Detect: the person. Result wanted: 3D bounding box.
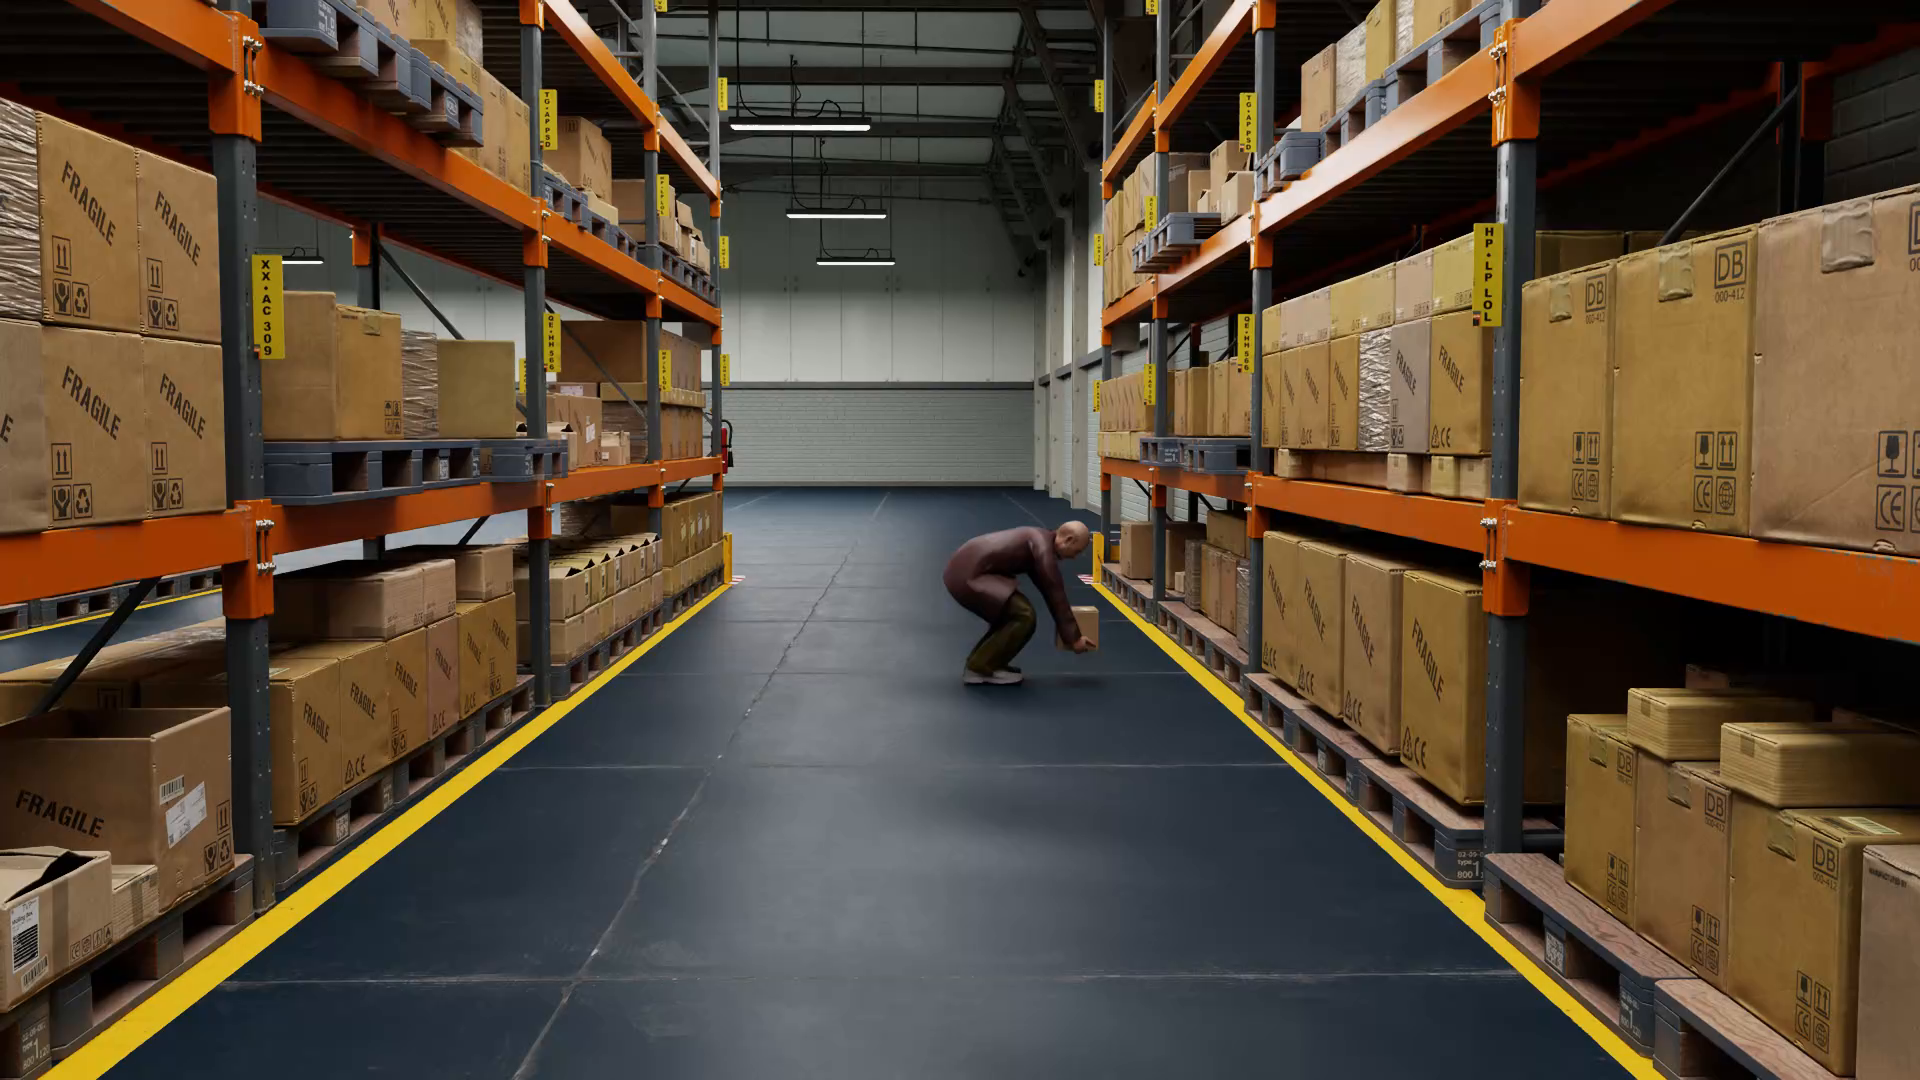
[{"bbox_3d":[0.364,0.398,10.335,0.950,0.965,0.592,0,4,-3],"label":"person"}]
